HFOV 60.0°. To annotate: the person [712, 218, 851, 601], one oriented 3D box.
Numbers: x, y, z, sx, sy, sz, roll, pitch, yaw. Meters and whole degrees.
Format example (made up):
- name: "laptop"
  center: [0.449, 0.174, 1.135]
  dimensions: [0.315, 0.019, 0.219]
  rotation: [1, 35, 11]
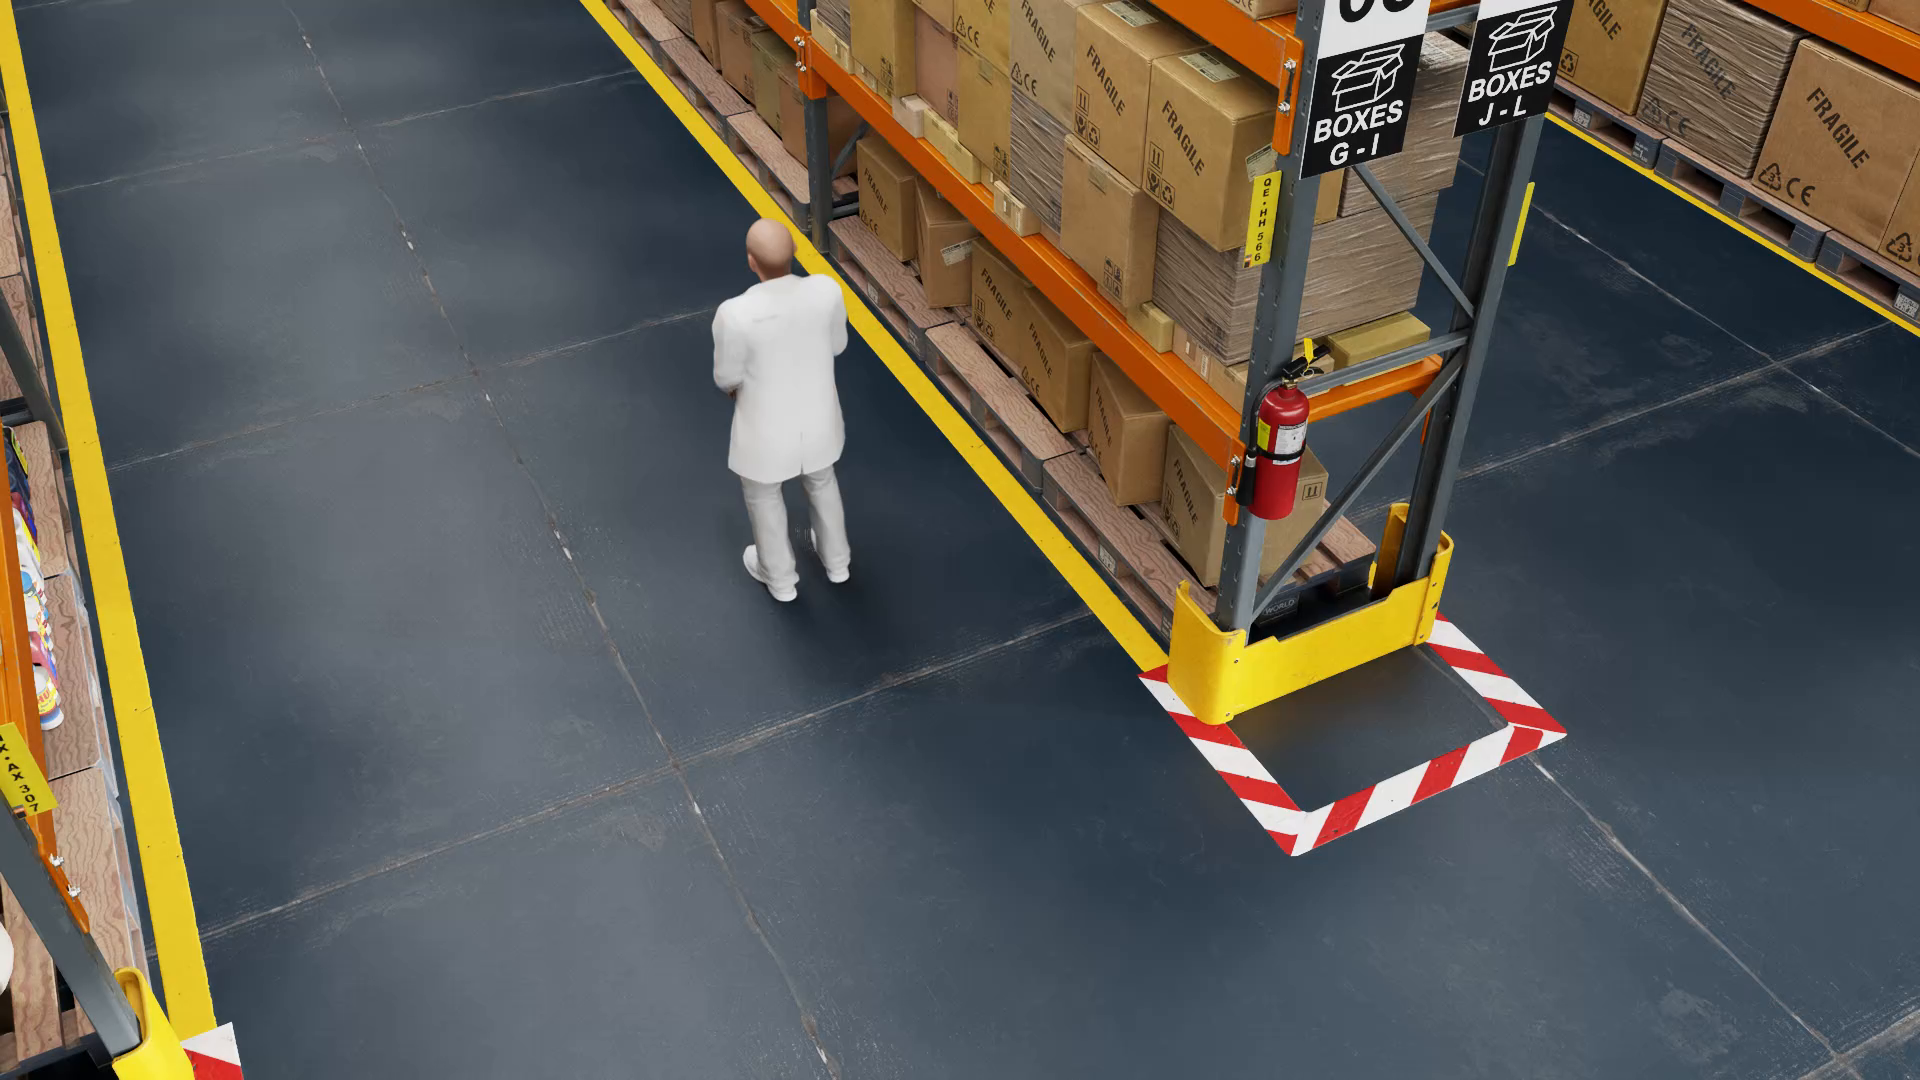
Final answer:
- name: "person"
  center: [-0.745, -0.561, 6.814]
  dimensions: [0.566, 1.782, 0.499]
  rotation: [-19, 44, -21]
